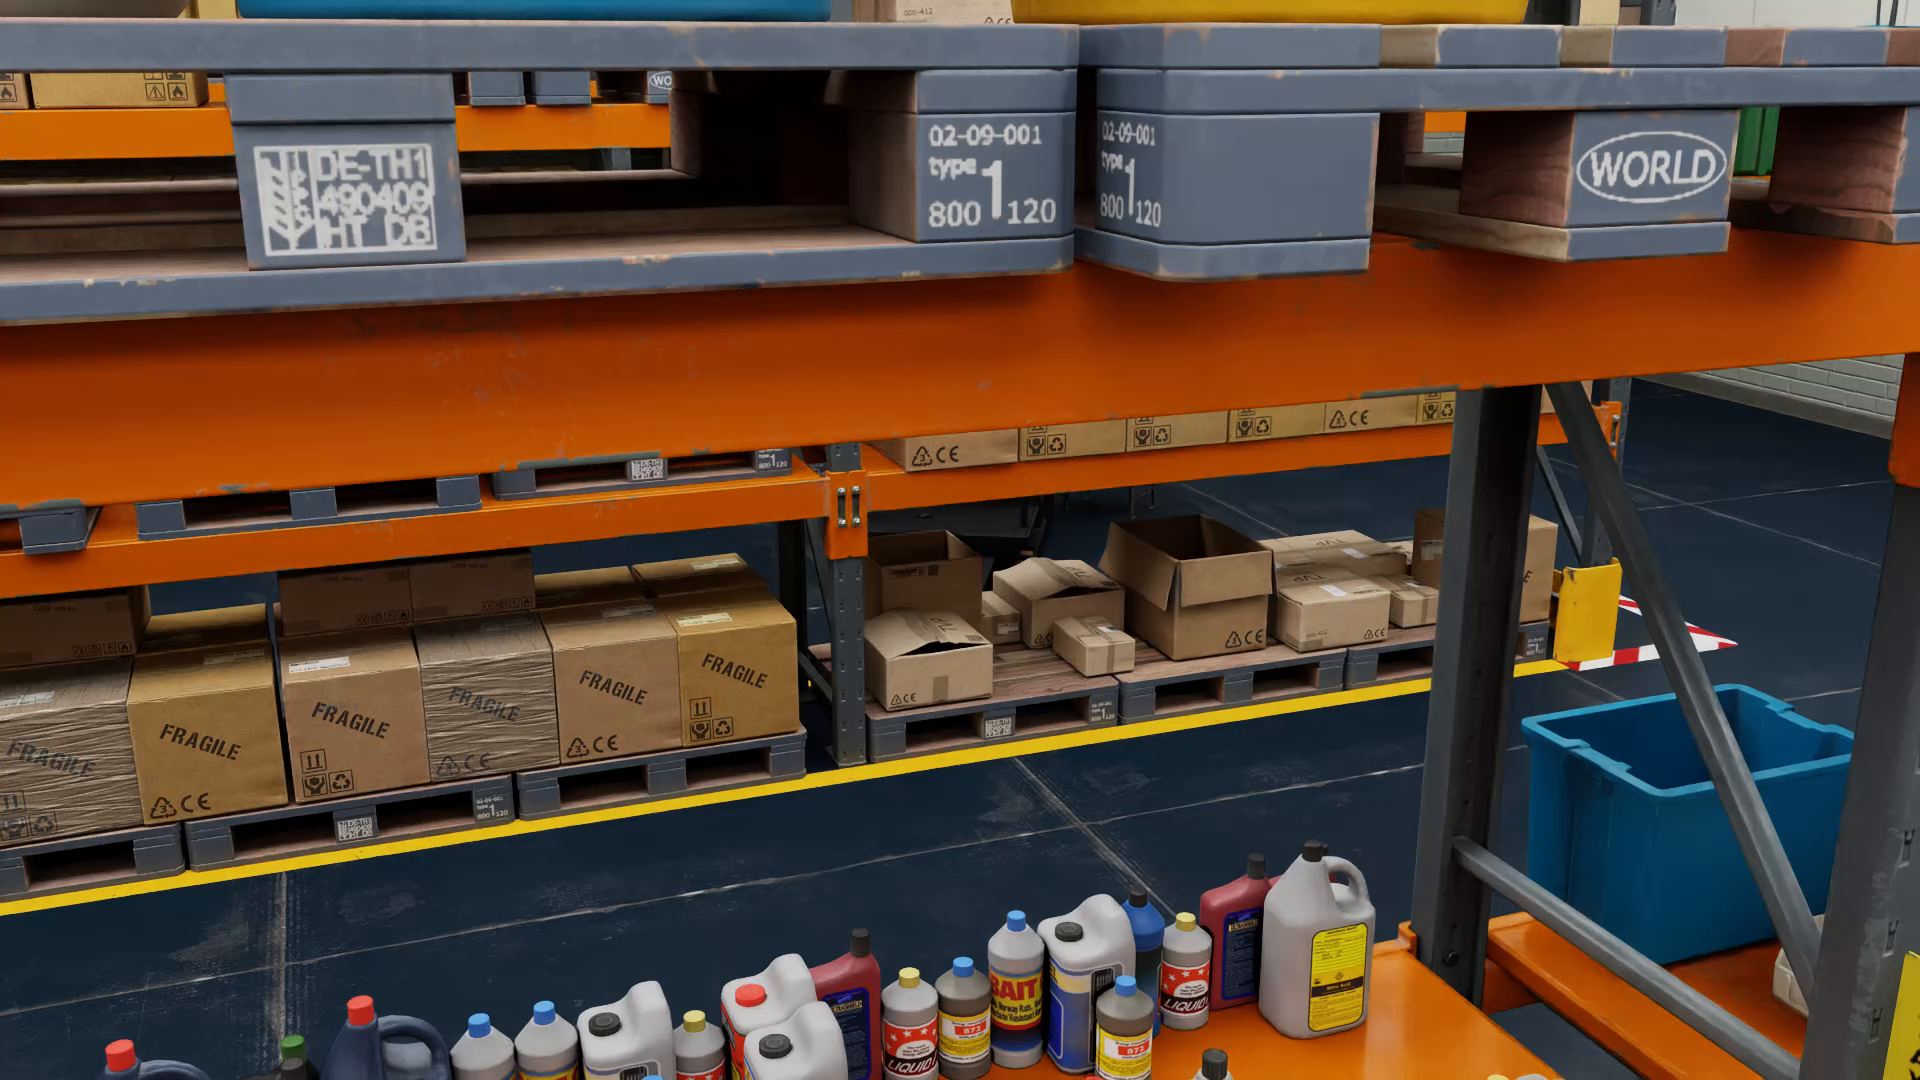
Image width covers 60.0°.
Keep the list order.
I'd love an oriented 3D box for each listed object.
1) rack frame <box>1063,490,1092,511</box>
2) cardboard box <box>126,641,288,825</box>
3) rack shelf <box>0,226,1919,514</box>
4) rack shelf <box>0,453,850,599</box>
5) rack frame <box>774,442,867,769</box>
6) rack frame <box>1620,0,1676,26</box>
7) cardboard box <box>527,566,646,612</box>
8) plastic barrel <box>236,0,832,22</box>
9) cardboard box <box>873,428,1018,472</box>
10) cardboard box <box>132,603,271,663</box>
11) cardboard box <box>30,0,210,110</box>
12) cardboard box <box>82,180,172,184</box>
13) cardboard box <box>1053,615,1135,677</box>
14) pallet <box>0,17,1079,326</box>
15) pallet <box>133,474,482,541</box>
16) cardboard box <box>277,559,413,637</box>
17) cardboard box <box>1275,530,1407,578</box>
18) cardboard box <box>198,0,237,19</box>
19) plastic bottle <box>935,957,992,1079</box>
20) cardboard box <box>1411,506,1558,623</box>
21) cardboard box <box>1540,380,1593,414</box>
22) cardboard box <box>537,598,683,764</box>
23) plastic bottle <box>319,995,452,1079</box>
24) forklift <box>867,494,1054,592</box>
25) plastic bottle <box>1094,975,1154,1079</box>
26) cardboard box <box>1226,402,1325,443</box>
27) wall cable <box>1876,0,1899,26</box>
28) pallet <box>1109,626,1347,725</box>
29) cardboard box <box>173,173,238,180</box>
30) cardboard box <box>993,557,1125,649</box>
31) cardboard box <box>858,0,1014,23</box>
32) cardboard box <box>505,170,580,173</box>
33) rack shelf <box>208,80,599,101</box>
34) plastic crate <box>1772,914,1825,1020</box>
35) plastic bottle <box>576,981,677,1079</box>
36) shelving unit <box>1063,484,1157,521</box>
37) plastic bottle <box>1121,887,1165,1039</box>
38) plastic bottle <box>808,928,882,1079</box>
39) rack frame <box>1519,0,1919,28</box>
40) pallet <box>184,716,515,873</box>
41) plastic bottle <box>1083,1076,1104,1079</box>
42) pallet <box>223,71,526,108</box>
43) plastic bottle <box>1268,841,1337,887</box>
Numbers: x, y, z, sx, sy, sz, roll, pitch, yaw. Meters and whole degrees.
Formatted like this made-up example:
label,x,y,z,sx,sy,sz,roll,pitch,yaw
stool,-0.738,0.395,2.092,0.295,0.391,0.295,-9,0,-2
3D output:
label,x,y,z,sx,sy,sz,roll,pitch,yaw
rack frame,0.810,-1.254,11.141,0.015,2.100,0.400,9,19,29
cardboard box,-2.895,0.735,6.428,0.500,0.500,0.500,-6,18,-21
rack shelf,-0.743,-0.171,1.811,4.000,0.370,1.077,-6,17,-20
rack shelf,-2.512,-0.036,6.673,4.000,0.370,1.077,-6,17,-20
rack frame,-0.644,-0.583,7.259,0.127,3.000,1.000,-6,17,-20
rack frame,3.091,-3.864,7.787,0.127,3.000,1.000,-6,17,-20
cardboard box,-1.677,0.447,7.408,0.500,0.500,0.500,-6,17,-19
plastic barrel,-0.414,-0.948,1.544,0.708,0.901,0.600,-6,17,-20
cardboard box,-0.071,-0.610,7.175,0.500,0.500,0.500,-6,17,-19
cardboard box,-3.107,0.601,6.884,0.500,0.500,0.500,-7,18,-22
cardboard box,-3.022,-1.823,5.982,0.500,0.500,0.910,-6,17,-20
cardboard box,-5.138,-2.075,10.268,0.500,0.250,0.500,-6,18,-21
cardboard box,0.629,0.490,7.852,0.250,0.166,0.380,-6,17,-20
pallet,-0.630,-0.408,1.675,1.213,0.211,1.003,-6,17,-20
pallet,-2.565,-0.285,6.584,1.213,0.211,1.003,-6,17,-20
cardboard box,-2.585,0.182,6.979,0.500,0.250,0.500,-7,18,-21
cardboard box,2.015,0.153,8.853,0.500,0.250,0.500,-6,17,-20
cardboard box,-4.726,-3.364,10.449,0.500,0.500,0.700,-5,17,-17
plastic bottle,0.006,0.814,2.855,0.097,0.201,0.097,0,16,0
cardboard box,2.671,0.122,8.515,0.500,0.500,0.500,-6,17,-20
cardboard box,2.770,-0.917,8.220,0.500,0.500,0.500,-6,17,-18
cardboard box,-1.467,0.578,6.960,0.500,0.500,0.500,-6,17,-20
plastic bottle,-0.857,0.843,2.493,0.185,0.351,0.144,-6,17,-20
forklift,-0.085,-1.232,9.592,1.130,2.935,3.031,2,17,8
plastic bottle,0.277,0.831,2.799,0.097,0.201,0.097,0,16,0
cardboard box,1.349,-0.764,7.700,0.500,0.500,0.500,-6,18,-21
wall cable,6.724,-4.154,14.283,0.112,2.526,3.097,-6,17,-20
pallet,1.139,0.562,8.309,1.213,0.211,1.003,-6,17,-20
cardboard box,-4.860,-2.258,10.894,0.500,0.250,0.500,-7,18,-21
cardboard box,0.487,0.289,8.283,0.500,0.311,0.500,-6,17,-20
cardboard box,-0.101,-2.173,6.731,0.500,0.250,0.500,-6,17,-20
cardboard box,-2.765,-2.331,11.142,0.500,0.250,0.500,-6,17,-19
rack shelf,-4.288,-2.778,10.688,4.000,0.370,1.077,-6,17,-20
plastic crate,1.611,0.809,2.880,0.243,0.136,0.396,-6,17,-20
plastic bottle,-0.525,0.844,2.622,0.135,0.276,0.152,-6,17,-20
shelving unit,1.020,-1.219,11.023,0.503,2.100,0.431,9,19,29
plastic bottle,0.313,0.747,2.959,0.097,0.271,0.097,0,16,0
plastic bottle,-0.200,0.791,2.787,0.133,0.283,0.061,-6,17,-20
rack frame,1.125,-2.157,1.974,0.127,3.000,1.000,-6,17,-20
pallet,-2.531,0.971,6.916,1.213,0.211,1.003,-6,17,-20
plastic bottle,0.159,0.904,2.283,0.185,0.351,0.144,-6,17,-20
pallet,-2.246,-1.779,6.343,1.003,0.211,1.213,-6,17,-20
plastic bottle,0.630,0.702,3.092,0.133,0.283,0.061,-6,17,-20
